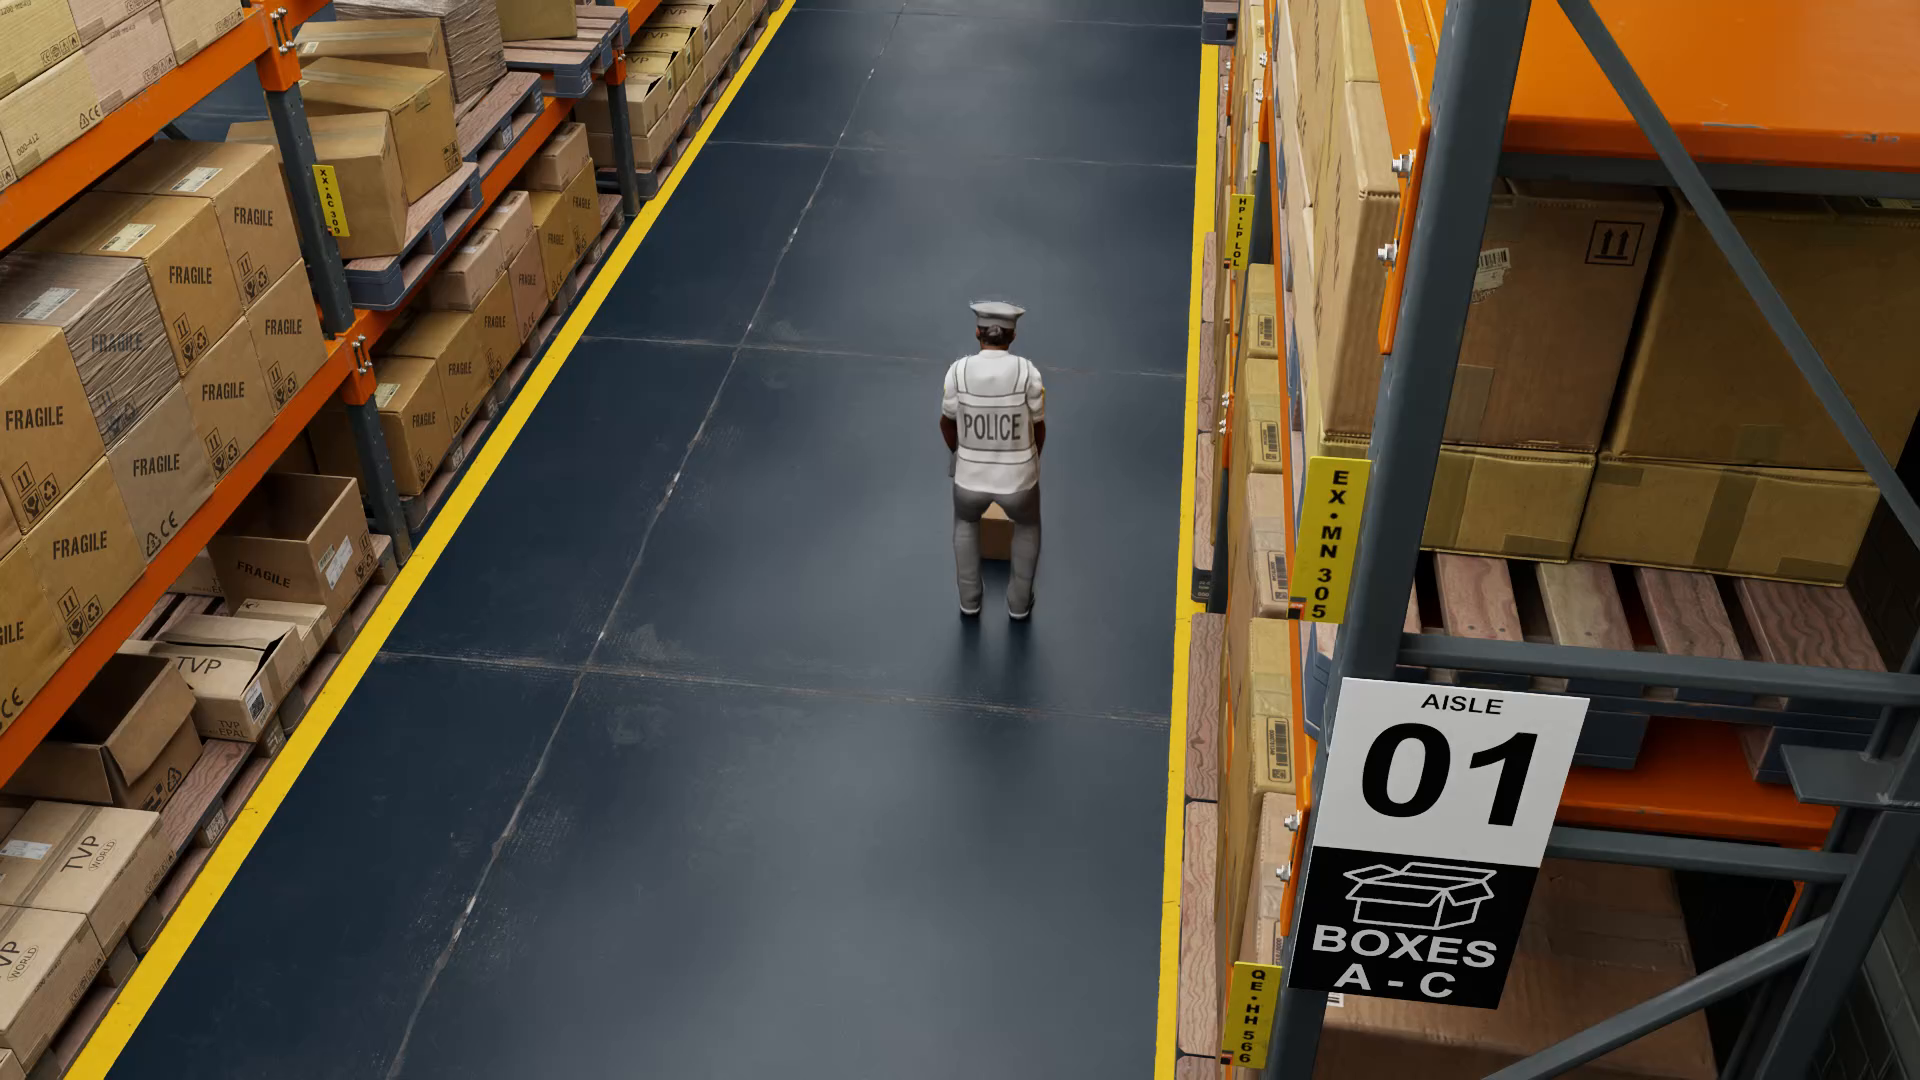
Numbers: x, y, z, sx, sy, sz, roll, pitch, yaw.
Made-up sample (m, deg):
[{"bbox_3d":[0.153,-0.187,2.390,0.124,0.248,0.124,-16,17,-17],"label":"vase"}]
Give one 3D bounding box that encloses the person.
[{"bbox_3d":[0.145,-0.315,7.626,0.490,1.487,0.628,5,37,6],"label":"person"}]
